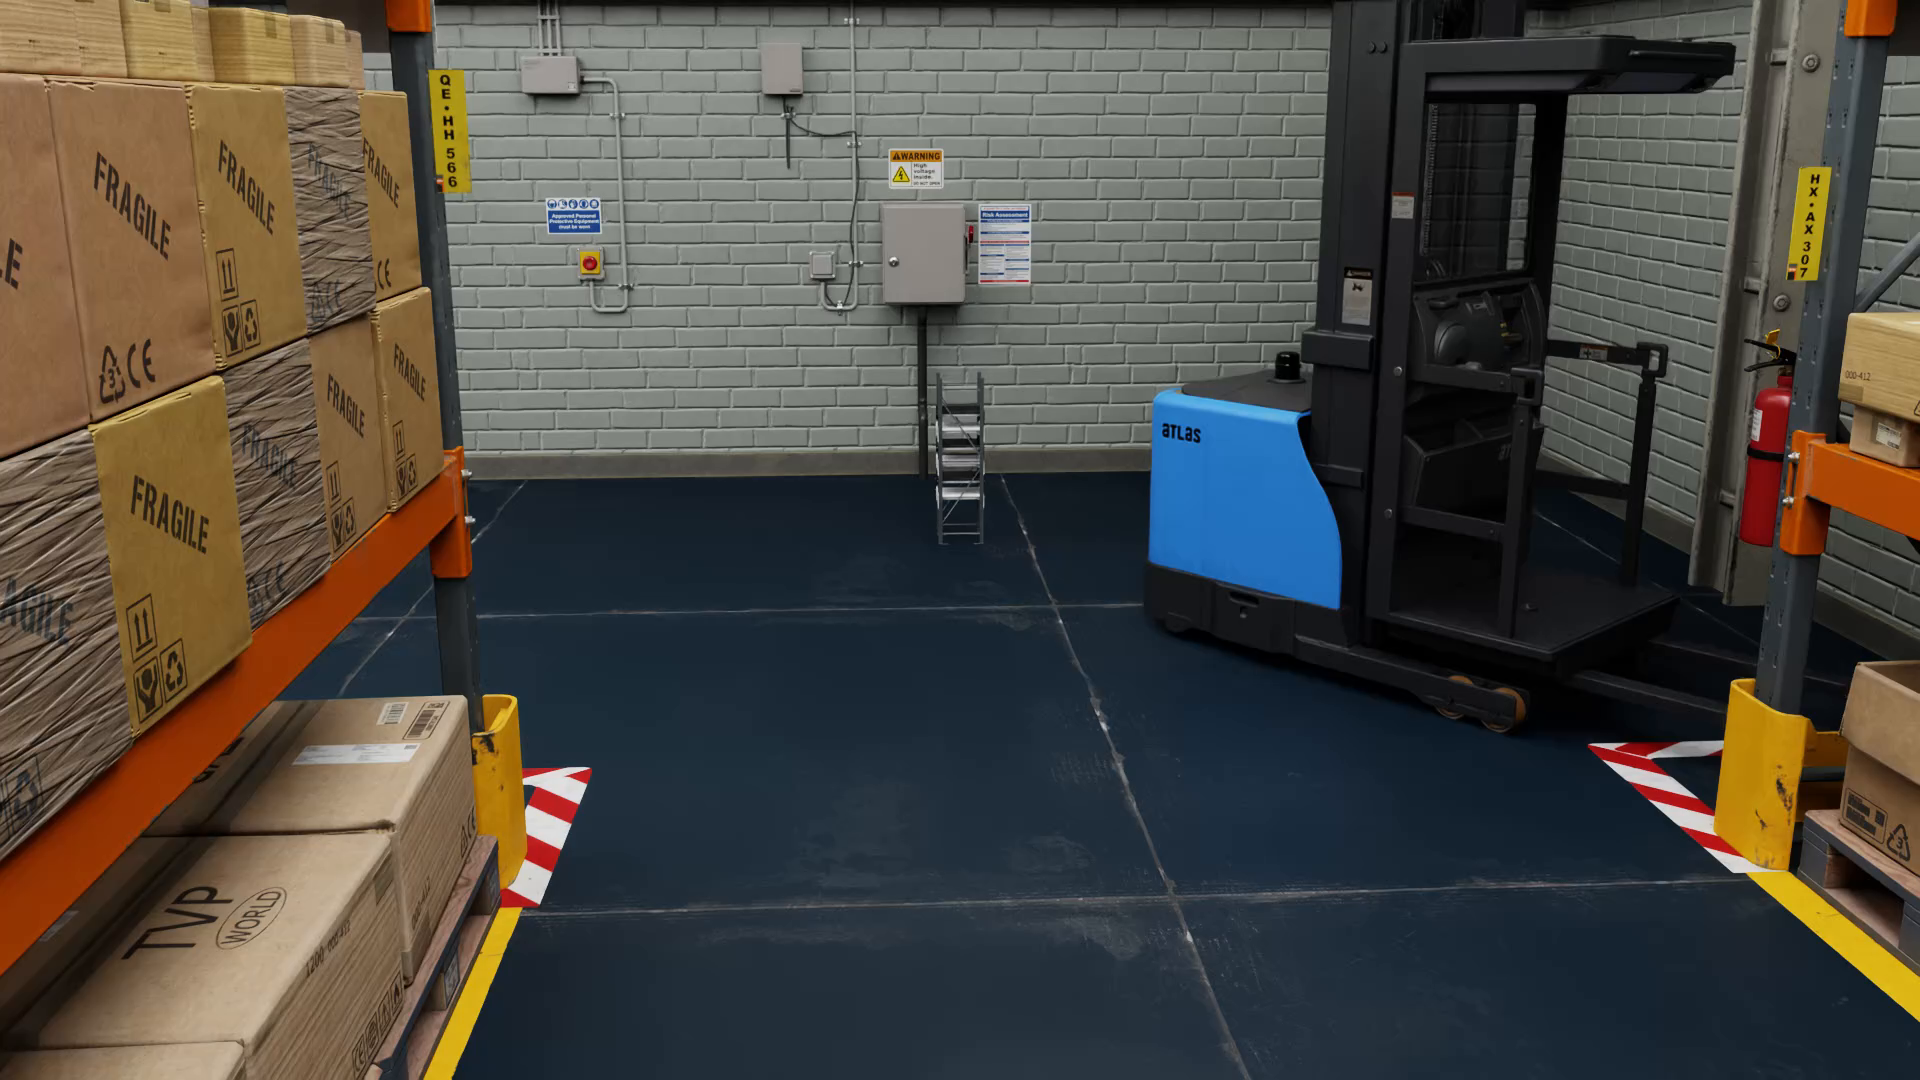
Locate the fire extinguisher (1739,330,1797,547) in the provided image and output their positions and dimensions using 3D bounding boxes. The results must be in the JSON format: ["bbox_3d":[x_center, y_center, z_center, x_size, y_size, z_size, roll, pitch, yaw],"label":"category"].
[{"bbox_3d":[2.549,-0.321,5.159,0.296,0.674,0.183,-1,14,-3],"label":"fire extinguisher"}]

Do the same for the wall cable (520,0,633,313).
[{"bbox_3d":[-2.307,-2.342,10.006,0.585,1.953,0.123,-1,14,-3],"label":"wall cable"}]

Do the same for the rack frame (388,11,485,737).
[{"bbox_3d":[-1.935,-0.432,4.687,1.000,3.000,0.127,-1,14,-3],"label":"rack frame"}]

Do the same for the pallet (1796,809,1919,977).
[{"bbox_3d":[3.074,1.058,4.492,1.003,0.211,1.213,-1,14,-3],"label":"pallet"}]

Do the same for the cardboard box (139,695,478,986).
[{"bbox_3d":[-1.794,0.768,4.322,0.875,0.438,0.875,-1,14,-5],"label":"cardboard box"}]

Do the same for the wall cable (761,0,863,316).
[{"bbox_3d":[-0.892,-2.351,10.106,0.588,1.984,0.122,-1,14,-3],"label":"wall cable"}]

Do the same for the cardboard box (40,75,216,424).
[{"bbox_3d":[-1.549,-0.471,2.631,0.500,0.500,0.500,-1,14,-4],"label":"cardboard box"}]

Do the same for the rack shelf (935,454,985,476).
[{"bbox_3d":[-0.001,-0.406,8.930,0.258,0.077,0.200,-1,14,-3],"label":"rack shelf"}]

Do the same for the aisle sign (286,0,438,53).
[{"bbox_3d":[-1.630,-1.714,4.452,0.394,0.787,0.004,-1,14,-3],"label":"aisle sign"}]

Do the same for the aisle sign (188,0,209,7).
[{"bbox_3d":[-2.228,-1.705,4.416,0.394,0.787,0.004,-1,14,-3],"label":"aisle sign"}]

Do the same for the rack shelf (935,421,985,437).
[{"bbox_3d":[-0.001,-0.580,8.886,0.258,0.077,0.200,-1,14,-3],"label":"rack shelf"}]

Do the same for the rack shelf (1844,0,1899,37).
[{"bbox_3d":[3.143,-1.117,2.771,1.077,0.370,4.000,-1,14,-3],"label":"rack shelf"}]

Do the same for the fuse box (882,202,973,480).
[{"bbox_3d":[-0.202,-1.207,10.282,0.539,1.711,0.414,-1,14,-3],"label":"fuse box"}]

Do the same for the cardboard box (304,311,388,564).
[{"bbox_3d":[-1.624,-0.240,3.738,0.500,0.500,0.500,-1,14,-5],"label":"cardboard box"}]

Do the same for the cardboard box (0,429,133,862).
[{"bbox_3d":[-1.506,0.144,2.245,0.500,0.500,0.500,-1,14,-3],"label":"cardboard box"}]

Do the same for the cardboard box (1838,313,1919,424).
[{"bbox_3d":[2.779,-0.464,4.516,0.500,0.250,0.500,-1,14,-3],"label":"cardboard box"}]

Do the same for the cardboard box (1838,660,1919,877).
[{"bbox_3d":[2.963,0.649,4.651,0.797,0.503,0.637,-1,15,-6],"label":"cardboard box"}]

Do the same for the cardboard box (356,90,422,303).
[{"bbox_3d":[-1.667,-0.849,4.099,0.500,0.500,0.500,0,14,-2],"label":"cardboard box"}]

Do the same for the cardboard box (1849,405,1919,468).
[{"bbox_3d":[2.766,-0.302,4.686,0.380,0.149,0.250,-1,14,-4],"label":"cardboard box"}]

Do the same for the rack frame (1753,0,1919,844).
[{"bbox_3d":[3.019,-0.510,4.989,1.000,3.000,0.127,-1,14,-3],"label":"rack frame"}]

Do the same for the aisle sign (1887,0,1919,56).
[{"bbox_3d":[2.722,-1.781,4.713,0.394,0.787,0.004,-1,14,-3],"label":"aisle sign"}]

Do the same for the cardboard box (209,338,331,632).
[{"bbox_3d":[-1.583,-0.112,3.242,0.500,0.500,0.500,0,14,-2],"label":"cardboard box"}]

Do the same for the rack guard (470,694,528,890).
[{"bbox_3d":[-1.936,0.772,5.022,1.175,0.500,0.348,-1,14,-3],"label":"rack guard"}]

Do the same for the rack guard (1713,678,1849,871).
[{"bbox_3d":[3.024,0.719,5.227,1.175,0.500,0.348,-1,14,-3],"label":"rack guard"}]

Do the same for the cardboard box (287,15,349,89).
[{"bbox_3d":[-1.573,-1.067,3.646,0.380,0.149,0.250,-1,14,-4],"label":"cardboard box"}]

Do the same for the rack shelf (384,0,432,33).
[{"bbox_3d":[-1.811,-1.039,2.470,1.077,0.370,4.000,-1,14,-3],"label":"rack shelf"}]

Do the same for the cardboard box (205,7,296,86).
[{"bbox_3d":[-1.598,-1.004,3.400,0.380,0.149,0.250,-1,14,-2],"label":"cardboard box"}]

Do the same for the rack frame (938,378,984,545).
[{"bbox_3d":[0.006,-0.413,8.824,0.240,0.900,0.006,-1,14,-3],"label":"rack frame"}]

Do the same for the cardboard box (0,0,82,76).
[{"bbox_3d":[-1.523,-0.746,2.397,0.380,0.149,0.250,-1,14,-3],"label":"cardboard box"}]

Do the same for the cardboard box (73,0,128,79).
[{"bbox_3d":[-1.581,-0.811,2.650,0.380,0.149,0.250,0,14,-2],"label":"cardboard box"}]

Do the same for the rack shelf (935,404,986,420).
[{"bbox_3d":[-0.001,-0.667,8.863,0.258,0.077,0.200,-1,14,-3],"label":"rack shelf"}]

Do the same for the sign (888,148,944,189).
[{"bbox_3d":[-0.270,-2.281,10.215,0.339,0.242,0.001,-1,14,-3],"label":"sign"}]

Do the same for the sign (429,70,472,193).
[{"bbox_3d":[-1.392,-1.113,4.533,0.100,0.325,0.005,-1,14,-3],"label":"sign"}]

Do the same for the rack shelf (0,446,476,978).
[{"bbox_3d":[-1.811,0.413,2.844,1.077,0.370,4.000,-1,14,-3],"label":"rack shelf"}]

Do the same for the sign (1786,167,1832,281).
[{"bbox_3d":[2.478,-0.921,4.848,0.100,0.325,0.005,-1,14,-3],"label":"sign"}]

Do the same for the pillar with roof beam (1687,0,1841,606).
[{"bbox_3d":[-0.545,-4.033,6.643,9.100,9.000,0.400,-1,14,-3],"label":"pillar with roof beam"}]

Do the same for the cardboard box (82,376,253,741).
[{"bbox_3d":[-1.538,0.016,2.743,0.500,0.500,0.500,0,14,-2],"label":"cardboard box"}]

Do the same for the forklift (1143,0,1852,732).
[{"bbox_3d":[2.202,-0.843,6.421,1.130,2.935,3.031,-13,20,-42],"label":"forklift"}]

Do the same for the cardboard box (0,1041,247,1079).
[{"bbox_3d":[-1.675,1.219,2.566,0.875,0.438,0.875,-1,14,-5],"label":"cardboard box"}]

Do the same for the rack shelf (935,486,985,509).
[{"bbox_3d":[-0.001,-0.231,8.975,0.258,0.077,0.200,-1,14,-3],"label":"rack shelf"}]

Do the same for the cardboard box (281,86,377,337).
[{"bbox_3d":[-1.605,-0.719,3.595,0.500,0.500,0.500,-1,14,-3],"label":"cardboard box"}]

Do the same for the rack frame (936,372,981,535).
[{"bbox_3d":[-0.007,-0.463,9.020,0.240,0.900,0.006,-1,14,-3],"label":"rack frame"}]

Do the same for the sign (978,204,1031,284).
[{"bbox_3d":[0.279,-1.844,10.363,0.329,0.494,0.001,-1,14,-3],"label":"sign"}]

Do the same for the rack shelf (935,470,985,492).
[{"bbox_3d":[-0.001,-0.318,8.953,0.258,0.077,0.200,-1,14,-3],"label":"rack shelf"}]

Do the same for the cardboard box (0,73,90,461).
[{"bbox_3d":[-1.520,-0.346,2.143,0.500,0.500,0.500,-1,14,-2],"label":"cardboard box"}]

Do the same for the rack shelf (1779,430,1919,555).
[{"bbox_3d":[3.143,0.336,3.145,1.077,0.370,4.000,-1,14,-3],"label":"rack shelf"}]

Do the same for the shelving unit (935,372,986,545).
[{"bbox_3d":[-0.001,-0.438,8.922,0.258,0.900,0.210,-1,14,-3],"label":"shelving unit"}]

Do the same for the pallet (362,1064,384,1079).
[{"bbox_3d":[-1.734,1.418,3.090,1.003,0.211,1.213,-1,14,-3],"label":"pallet"}]

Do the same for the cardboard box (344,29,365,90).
[{"bbox_3d":[-1.712,-1.193,4.135,0.380,0.149,0.250,-1,14,-3],"label":"cardboard box"}]

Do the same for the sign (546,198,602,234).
[{"bbox_3d":[-2.359,-1.980,10.159,0.327,0.218,0.001,-1,14,-3],"label":"sign"}]

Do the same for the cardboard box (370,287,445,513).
[{"bbox_3d":[-1.640,-0.365,4.224,0.500,0.500,0.500,-1,14,-3],"label":"cardboard box"}]

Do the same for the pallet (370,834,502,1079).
[{"bbox_3d":[-1.807,1.116,4.267,1.003,0.211,1.213,-1,14,-3],"label":"pallet"}]

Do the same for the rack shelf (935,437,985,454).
[{"bbox_3d":[-0.001,-0.493,8.908,0.258,0.077,0.200,-1,14,-3],"label":"rack shelf"}]

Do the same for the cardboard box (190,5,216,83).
[{"bbox_3d":[-1.653,-0.938,3.143,0.380,0.149,0.250,-1,14,-4],"label":"cardboard box"}]

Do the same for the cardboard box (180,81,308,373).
[{"bbox_3d":[-1.578,-0.596,3.117,0.500,0.500,0.500,-1,14,-4],"label":"cardboard box"}]

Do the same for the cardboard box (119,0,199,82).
[{"bbox_3d":[-1.579,-0.877,2.904,0.380,0.149,0.250,-1,14,-2],"label":"cardboard box"}]

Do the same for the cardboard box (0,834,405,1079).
[{"bbox_3d":[-1.729,0.995,3.438,0.875,0.438,0.875,0,14,-2],"label":"cardboard box"}]
